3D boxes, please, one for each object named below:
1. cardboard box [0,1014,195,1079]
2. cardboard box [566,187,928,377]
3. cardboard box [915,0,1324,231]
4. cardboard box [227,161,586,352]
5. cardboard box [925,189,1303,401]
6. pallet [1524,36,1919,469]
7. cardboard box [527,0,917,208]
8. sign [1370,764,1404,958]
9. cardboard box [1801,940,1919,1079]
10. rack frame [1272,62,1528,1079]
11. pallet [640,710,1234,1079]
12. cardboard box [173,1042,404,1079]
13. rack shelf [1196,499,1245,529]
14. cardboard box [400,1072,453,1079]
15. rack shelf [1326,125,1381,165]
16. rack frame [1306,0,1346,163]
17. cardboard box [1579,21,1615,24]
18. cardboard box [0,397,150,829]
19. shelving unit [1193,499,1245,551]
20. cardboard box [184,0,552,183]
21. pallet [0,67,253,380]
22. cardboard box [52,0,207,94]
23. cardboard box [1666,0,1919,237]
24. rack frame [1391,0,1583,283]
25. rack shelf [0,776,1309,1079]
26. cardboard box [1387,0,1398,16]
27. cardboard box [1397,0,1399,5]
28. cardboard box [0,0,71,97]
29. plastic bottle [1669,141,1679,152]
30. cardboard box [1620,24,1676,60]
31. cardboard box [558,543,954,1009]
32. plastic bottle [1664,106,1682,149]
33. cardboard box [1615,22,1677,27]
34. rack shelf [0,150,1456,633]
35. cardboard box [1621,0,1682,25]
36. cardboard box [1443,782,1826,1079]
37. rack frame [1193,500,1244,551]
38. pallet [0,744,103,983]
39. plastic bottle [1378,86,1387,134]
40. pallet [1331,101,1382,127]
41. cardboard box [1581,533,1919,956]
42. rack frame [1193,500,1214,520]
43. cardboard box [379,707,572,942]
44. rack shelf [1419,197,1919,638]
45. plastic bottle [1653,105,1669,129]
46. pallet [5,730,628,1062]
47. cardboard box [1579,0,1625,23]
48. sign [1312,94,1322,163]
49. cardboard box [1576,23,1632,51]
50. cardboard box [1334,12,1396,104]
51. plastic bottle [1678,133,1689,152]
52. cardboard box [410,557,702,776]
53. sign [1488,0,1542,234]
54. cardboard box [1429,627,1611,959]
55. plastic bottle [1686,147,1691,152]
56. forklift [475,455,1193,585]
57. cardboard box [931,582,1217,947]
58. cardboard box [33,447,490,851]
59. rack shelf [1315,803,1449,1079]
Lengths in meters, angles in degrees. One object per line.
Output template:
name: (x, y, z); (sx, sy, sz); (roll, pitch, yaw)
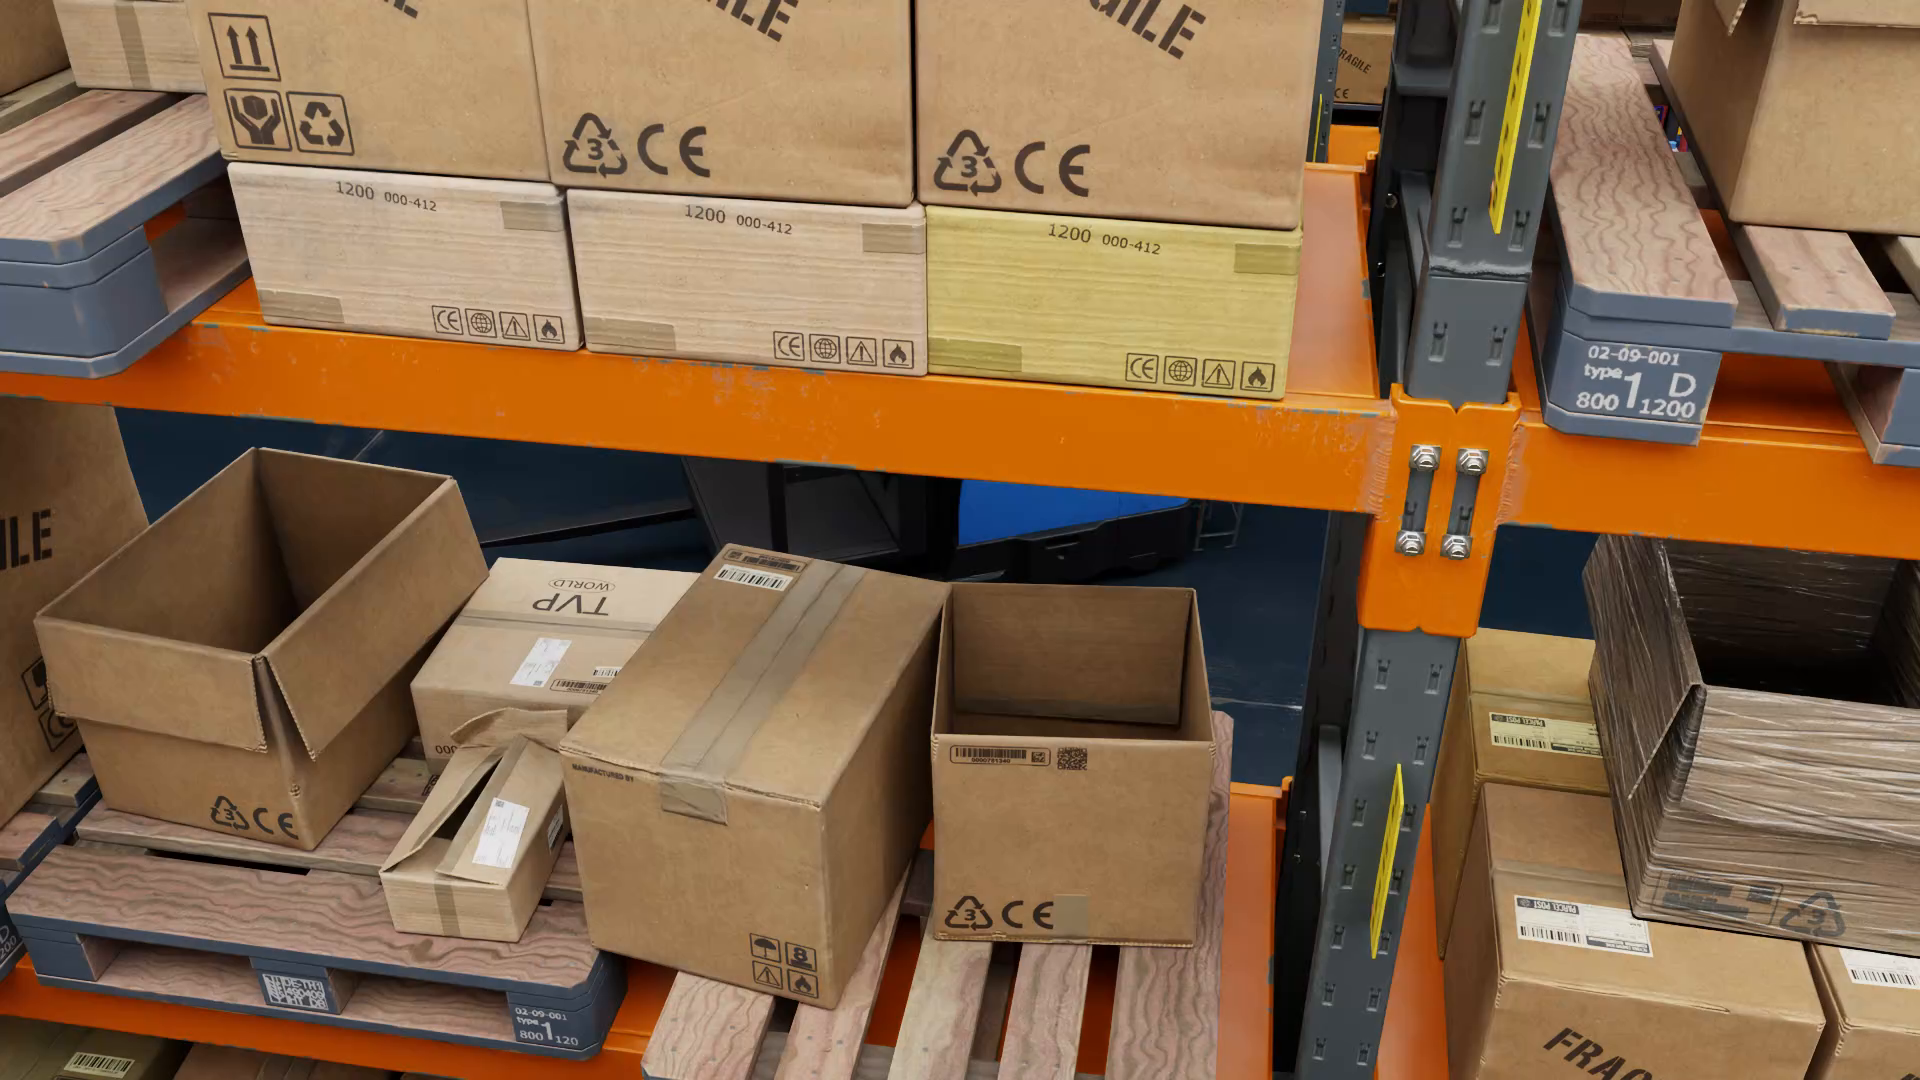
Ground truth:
cardboard box: (-2.126, 1.311, 4.270); (0.500, 0.500, 0.700); (5, 32, 8)
cardboard box: (-0.253, -0.483, 2.508); (0.500, 0.250, 0.500); (5, 32, 8)
cardboard box: (0.236, -0.761, 2.246); (0.500, 0.500, 0.500); (6, 33, 9)
cardboard box: (-0.748, -0.529, 2.582); (0.500, 0.250, 0.500); (6, 33, 10)
cardboard box: (0.238, -0.446, 2.449); (0.500, 0.250, 0.500); (5, 32, 8)
pallet: (1.392, -0.485, 2.549); (1.003, 0.211, 1.213); (7, 33, 10)
cardboard box: (-0.271, -0.801, 2.310); (0.500, 0.500, 0.500); (5, 32, 8)
sign: (0.666, 0.504, 2.601); (0.005, 0.325, 0.100); (5, 32, 8)
cardboard box: (1.690, 0.865, 2.947); (0.500, 0.500, 0.500); (4, 32, 7)
rack frame: (0.748, 0.676, 3.342); (0.127, 3.000, 1.000); (5, 32, 8)
pallet: (0.028, 0.750, 3.406); (1.003, 0.211, 1.213); (5, 32, 8)
cardboard box: (-1.575, 1.361, 4.190); (0.500, 0.500, 0.700); (3, 32, 4)
rack shelf: (1.078, -0.227, 7.148); (0.215, 0.259, 0.240); (-6, 32, -19)
cardboard box: (-1.025, 1.410, 4.111); (0.500, 0.500, 0.700); (8, 33, 12)
rack shelf: (3.553, -1.430, 7.386); (4.000, 0.370, 1.077); (5, 32, 8)
rack frame: (1.582, -1.914, 7.481); (0.127, 3.000, 1.000); (5, 32, 8)
cardboard box: (4.408, -3.580, 12.084); (0.500, 0.500, 0.500); (4, 32, 6)
cardboard box: (-2.435, 0.031, 3.412); (1.000, 1.000, 1.000); (5, 32, 9)
shelving unit: (1.103, -0.475, 7.003); (0.215, 1.050, 0.252); (-6, 32, -19)
cardboard box: (-0.757, -0.853, 2.394); (0.500, 0.500, 0.500); (6, 32, 9)
pallet: (-1.581, -0.671, 2.844); (1.003, 0.211, 1.213); (5, 32, 8)
cardboard box: (-1.330, -0.916, 2.883); (0.250, 0.166, 0.380); (4, 32, 7)
cardboard box: (1.362, -0.800, 2.381); (0.637, 0.503, 0.797); (7, 33, 11)
rack frame: (0.748, -1.866, 1.750); (0.127, 3.000, 1.000); (5, 32, 8)
rack shelf: (-1.223, 0.803, 3.818); (4.000, 0.370, 1.077); (5, 32, 8)
cardboard box: (3.380, -3.670, 12.228); (0.500, 0.500, 0.500); (6, 33, 10)
cardboard box: (3.436, -3.986, 12.025); (0.500, 0.250, 0.500); (6, 33, 10)
cardboard box: (-1.819, -0.996, 2.694); (0.637, 0.503, 0.797); (6, 33, 10)
plastic bottle: (2.974, -1.545, 7.012); (0.097, 0.271, 0.097); (0, 32, 0)
cardboard box: (4.847, -3.262, 11.575); (0.500, 0.500, 0.500); (6, 32, 9)
cardboard box: (-0.358, 0.431, 3.244); (0.500, 0.500, 0.700); (10, 33, 15)
plastic bottle: (3.329, -1.942, 7.572); (0.185, 0.351, 0.144); (5, 32, 8)
cardboard box: (4.907, -3.535, 12.012); (0.500, 0.500, 0.500); (6, 32, 9)
rack shelf: (-1.223, -0.469, 3.022); (4.000, 0.370, 1.077); (5, 32, 8)
cardboard box: (4.940, -3.852, 11.811); (0.500, 0.250, 0.500); (5, 32, 8)
cardboard box: (1.182, 0.820, 3.019); (0.500, 0.500, 0.500); (6, 33, 10)
rack frame: (1.143, -0.414, 6.905); (0.200, 1.050, 0.008); (-6, 32, -19)
pallet: (-2.466, 0.545, 3.733); (1.213, 0.211, 1.003); (5, 32, 8)
plastic bottle: (2.052, -2.052, 7.810); (0.133, 0.283, 0.061); (5, 32, 8)
pallet: (3.148, -3.236, 12.221); (1.213, 0.211, 1.003); (5, 32, 8)
cardboard box: (1.466, 0.283, 2.932); (0.637, 0.503, 0.797); (6, 33, 10)
rack frame: (1.064, -0.537, 7.101); (0.200, 1.050, 0.008); (-6, 32, -19)
cardboard box: (-0.941, 0.548, 3.279); (0.258, 0.266, 0.396); (4, 32, 7)
rack shelf: (2.720, -0.112, 2.452); (4.000, 0.370, 1.077); (5, 32, 8)
plastic bottle: (3.179, -1.949, 7.647); (0.133, 0.283, 0.061); (5, 32, 8)
pallet: (-1.210, 0.602, 3.641); (1.213, 0.211, 1.003); (5, 32, 8)
cardboard box: (4.445, -3.896, 11.882); (0.500, 0.250, 0.500); (5, 32, 7)
sign: (1.496, -1.695, 6.977); (0.005, 0.325, 0.100); (5, 32, 8)
cardboard box: (4.345, -3.306, 11.646); (0.500, 0.500, 0.500); (4, 32, 7)
cardboard box: (2.819, -3.441, 11.862); (0.500, 0.500, 0.500); (7, 33, 10)
plastic bottle: (3.337, -1.858, 7.501); (0.133, 0.283, 0.061); (5, 32, 8)
cardboard box: (-0.865, 0.292, 3.702); (0.500, 0.250, 0.500); (4, 32, 7)
sign: (0.655, -0.531, 1.956); (0.005, 0.325, 0.100); (5, 32, 8)
cardboard box: (1.276, 0.549, 3.452); (0.500, 0.500, 0.500); (6, 33, 10)
plastic bottle: (3.085, -1.530, 6.977); (0.133, 0.283, 0.061); (5, 32, 8)
forklift: (-0.597, -1.136, 6.302); (3.031, 2.935, 1.130); (-10, 33, -16)
cardboard box: (0.209, 0.429, 3.248); (0.500, 0.500, 0.500); (1, 32, 2)
cardboard box: (-1.470, 0.204, 3.604); (0.637, 0.503, 0.797); (8, 33, 13)
rack shelf: (2.720, 1.160, 3.248); (4.000, 0.370, 1.077); (5, 32, 8)
